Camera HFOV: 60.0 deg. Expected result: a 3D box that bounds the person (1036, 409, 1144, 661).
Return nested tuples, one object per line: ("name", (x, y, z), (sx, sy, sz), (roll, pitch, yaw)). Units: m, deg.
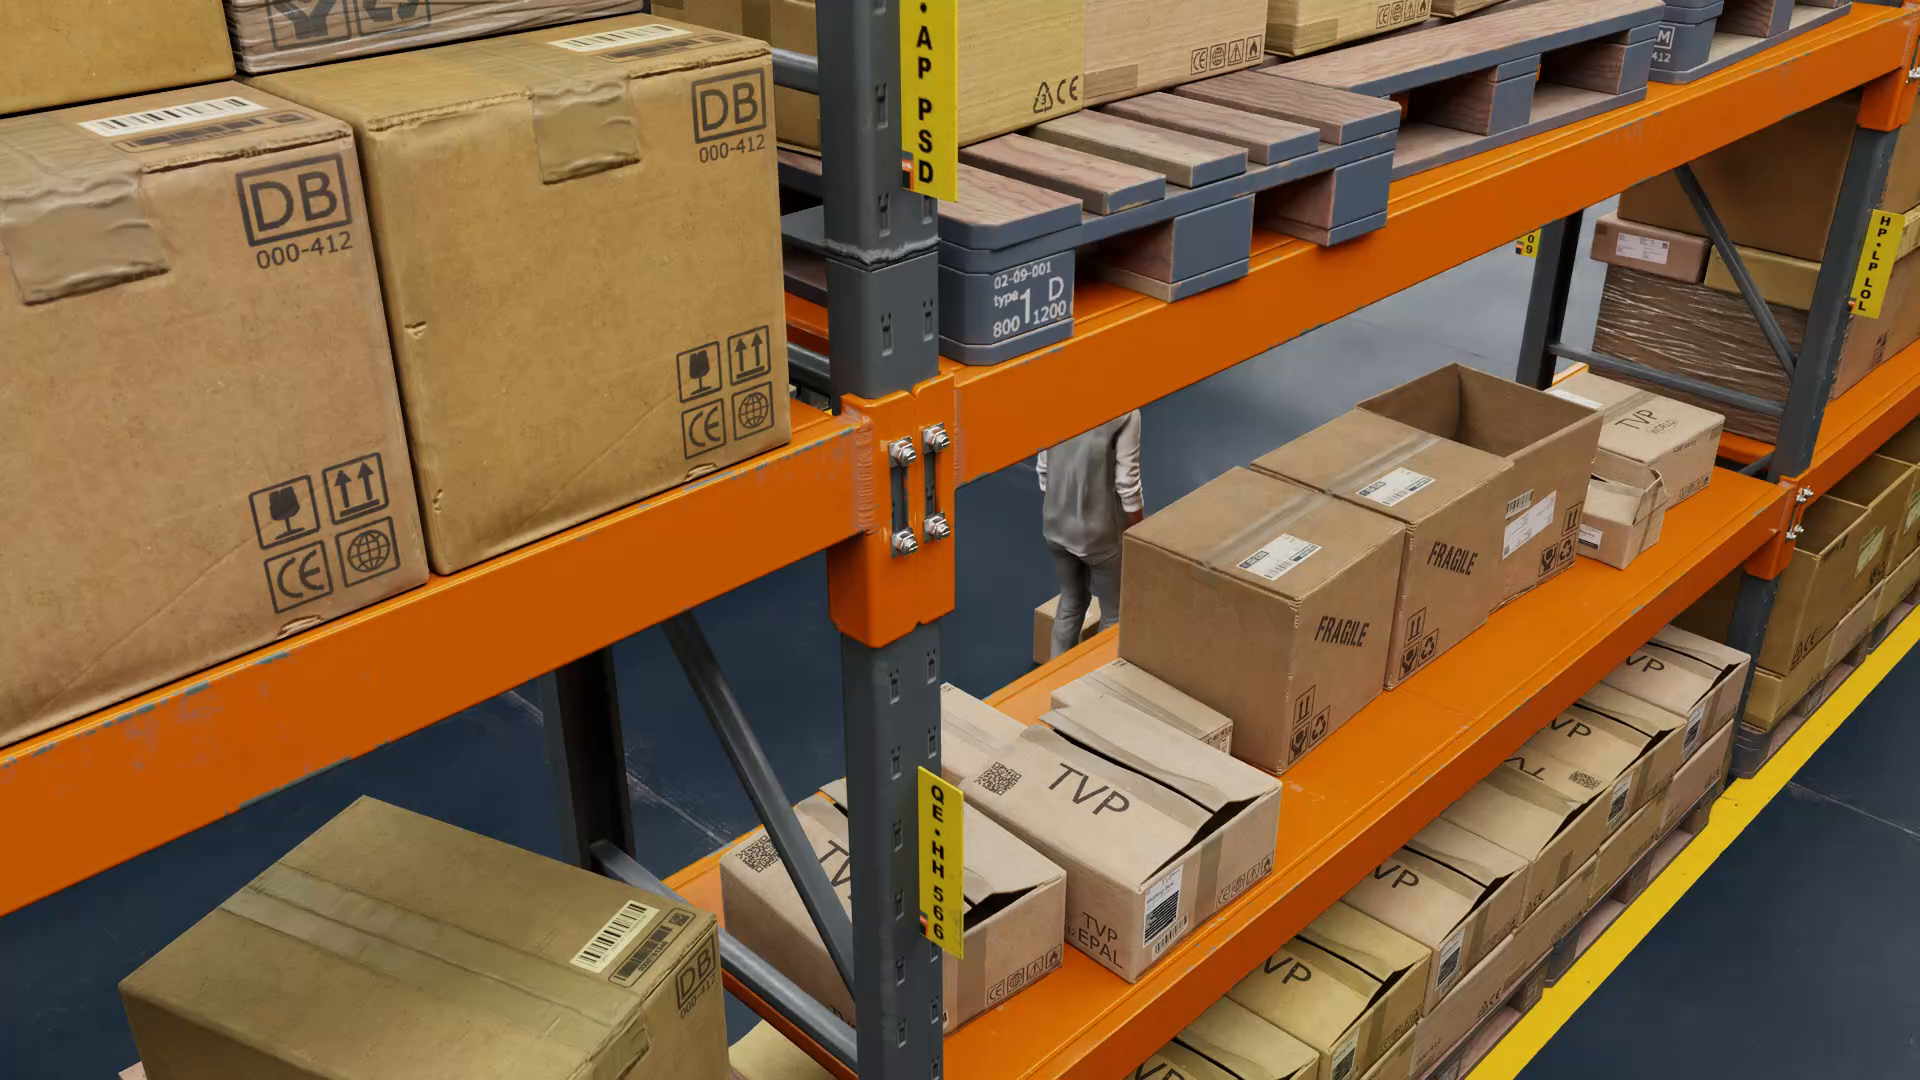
("person", (0.496, -0.036, 6.201), (0.484, 1.592, 0.346), (23, 36, 36))
